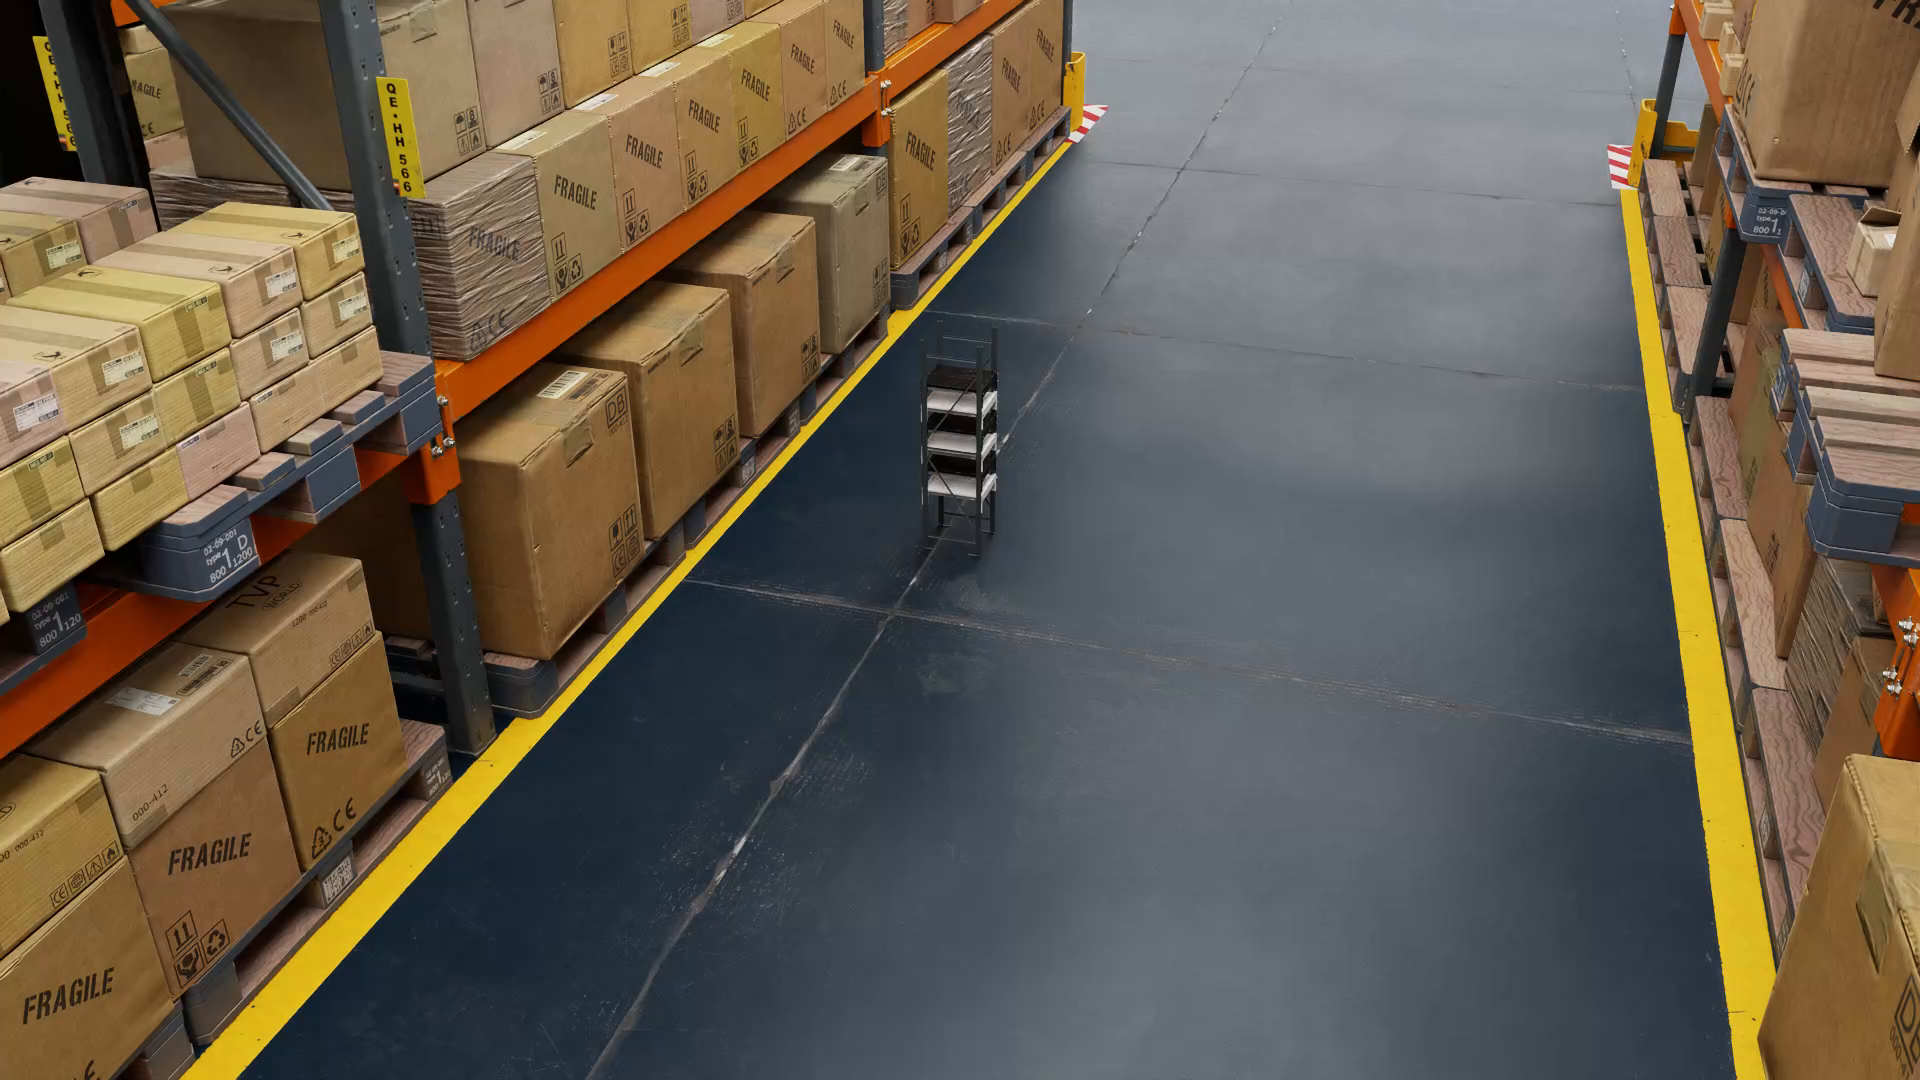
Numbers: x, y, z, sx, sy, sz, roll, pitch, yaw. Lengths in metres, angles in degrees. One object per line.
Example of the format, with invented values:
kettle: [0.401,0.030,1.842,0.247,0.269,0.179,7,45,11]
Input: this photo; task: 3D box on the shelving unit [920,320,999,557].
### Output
shelving unit: [-0.002,-0.389,6.524,0.258,0.900,0.210,8,30,15]

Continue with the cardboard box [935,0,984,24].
cardboard box: [-0.359,-3.281,9.409,0.875,0.550,0.550,8,30,15]

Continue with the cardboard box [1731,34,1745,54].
cardboard box: [4.041,-2.401,8.239,0.380,0.149,0.250,8,30,15]

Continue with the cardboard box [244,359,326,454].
cardboard box: [-1.821,-0.355,4.128,0.380,0.149,0.250,8,30,15]

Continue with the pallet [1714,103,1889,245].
pallet: [3.482,-1.377,6.337,1.003,0.211,1.213,8,30,15]

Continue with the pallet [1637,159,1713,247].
pallet: [4.724,-2.028,10.178,1.003,0.211,1.213,8,30,15]

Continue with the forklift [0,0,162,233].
forklift: [-3.265,-1.342,6.148,1.130,2.935,3.031,9,30,15]

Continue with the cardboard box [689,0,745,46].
cardboard box: [-1.305,-2.325,6.712,0.700,0.500,0.500,9,30,15]

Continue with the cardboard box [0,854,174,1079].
cardboard box: [-2.280,1.050,3.916,0.500,0.500,0.500,7,30,13]

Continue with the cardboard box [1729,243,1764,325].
cardboard box: [4.161,-1.334,8.201,0.500,0.500,0.500,19,34,30]

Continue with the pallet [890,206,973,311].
pallet: [-0.569,-1.673,9.541,1.003,0.211,1.213,8,30,15]

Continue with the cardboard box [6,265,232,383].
cardboard box: [-1.899,-0.493,3.766,0.380,0.149,0.250,9,30,16]

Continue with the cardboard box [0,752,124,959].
cardboard box: [-2.293,0.716,3.746,0.500,0.250,0.500,9,30,16]

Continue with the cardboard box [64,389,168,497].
cardboard box: [-1.976,-0.237,3.611,0.380,0.149,0.250,9,30,15]

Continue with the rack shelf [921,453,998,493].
rack shelf: [-0.002,-0.282,6.584,0.258,0.077,0.200,8,30,15]

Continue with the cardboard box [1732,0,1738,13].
cardboard box: [4.453,-2.870,8.414,0.875,0.500,0.500,8,30,15]

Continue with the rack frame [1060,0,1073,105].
rack frame: [0.307,-4.409,11.590,1.000,3.000,0.127,8,30,15]

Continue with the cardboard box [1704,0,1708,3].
cardboard box: [4.474,-3.099,9.494,0.380,0.149,0.250,8,30,15]

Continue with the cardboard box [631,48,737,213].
cardboard box: [-1.208,-1.607,6.450,0.500,0.500,0.500,8,30,14]

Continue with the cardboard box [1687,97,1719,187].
cardboard box: [4.820,-2.457,10.221,0.500,0.500,0.500,14,32,24]

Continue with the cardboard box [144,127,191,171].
cardboard box: [-5.197,-2.427,10.423,0.500,0.250,0.500,7,30,13]

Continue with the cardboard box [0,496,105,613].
cardboard box: [-2.050,0.006,3.481,0.380,0.149,0.250,7,30,13]

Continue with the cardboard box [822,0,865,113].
cardboard box: [-0.765,-2.313,7.719,0.500,0.500,0.500,8,30,15]

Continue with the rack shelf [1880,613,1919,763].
rack shelf: [2.084,1.308,2.054,1.077,0.370,4.000,8,30,15]

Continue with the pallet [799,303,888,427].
pallet: [-1.021,-0.962,8.262,1.003,0.211,1.213,8,30,15]

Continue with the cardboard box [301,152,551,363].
cardboard box: [-1.651,-0.905,5.188,0.500,0.500,0.500,9,30,15]

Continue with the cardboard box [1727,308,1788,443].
cardboard box: [3.644,-0.613,6.885,0.700,0.500,0.500,6,30,11]

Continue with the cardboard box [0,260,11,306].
cardboard box: [-2.514,-0.599,3.955,0.380,0.149,0.250,8,30,15]

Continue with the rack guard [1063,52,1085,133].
rack guard: [0.314,-3.327,12.217,1.175,0.500,0.348,8,30,15]

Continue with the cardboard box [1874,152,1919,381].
cardboard box: [2.859,-0.694,4.377,0.700,0.500,0.500,13,32,22]

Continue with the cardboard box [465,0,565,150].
cardboard box: [-1.753,-1.614,5.434,0.700,0.500,0.500,8,30,14]

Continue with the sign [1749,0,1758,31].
sign: [3.324,-2.247,6.814,0.100,0.325,0.005,8,30,15]

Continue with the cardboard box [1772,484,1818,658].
cardboard box: [3.159,0.126,5.557,0.700,0.500,0.500,11,31,19]

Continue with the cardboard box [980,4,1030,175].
cardboard box: [-0.085,-2.930,10.685,0.875,0.875,0.875,8,30,14]

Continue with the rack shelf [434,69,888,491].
rack shelf: [-1.454,-1.306,6.752,1.077,0.370,4.000,8,30,15]

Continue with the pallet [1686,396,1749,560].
pallet: [3.618,-0.214,6.918,1.003,0.211,1.213,8,30,15]

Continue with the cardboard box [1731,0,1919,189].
cardboard box: [3.478,-1.891,6.016,1.000,1.000,1.000,9,30,15]

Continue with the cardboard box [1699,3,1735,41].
cardboard box: [4.174,-2.763,8.889,0.380,0.149,0.250,8,30,15]

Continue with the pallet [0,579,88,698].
pallet: [-2.583,0.319,3.289,1.003,0.211,1.213,8,30,15]

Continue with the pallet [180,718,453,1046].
pallet: [-2.272,0.891,4.932,1.003,0.211,1.213,8,30,15]

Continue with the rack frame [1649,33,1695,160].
rack frame: [5.019,-3.654,10.233,1.000,3.000,0.127,8,30,15]

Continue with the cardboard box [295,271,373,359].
cardboard box: [-1.751,-0.600,4.264,0.380,0.149,0.250,9,30,16]

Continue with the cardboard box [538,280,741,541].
cardboard box: [-1.523,-0.568,6.568,1.050,0.750,0.750,9,30,16]

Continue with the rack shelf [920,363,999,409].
rack shelf: [-0.002,-0.596,6.409,0.258,0.077,0.200,8,30,15]
